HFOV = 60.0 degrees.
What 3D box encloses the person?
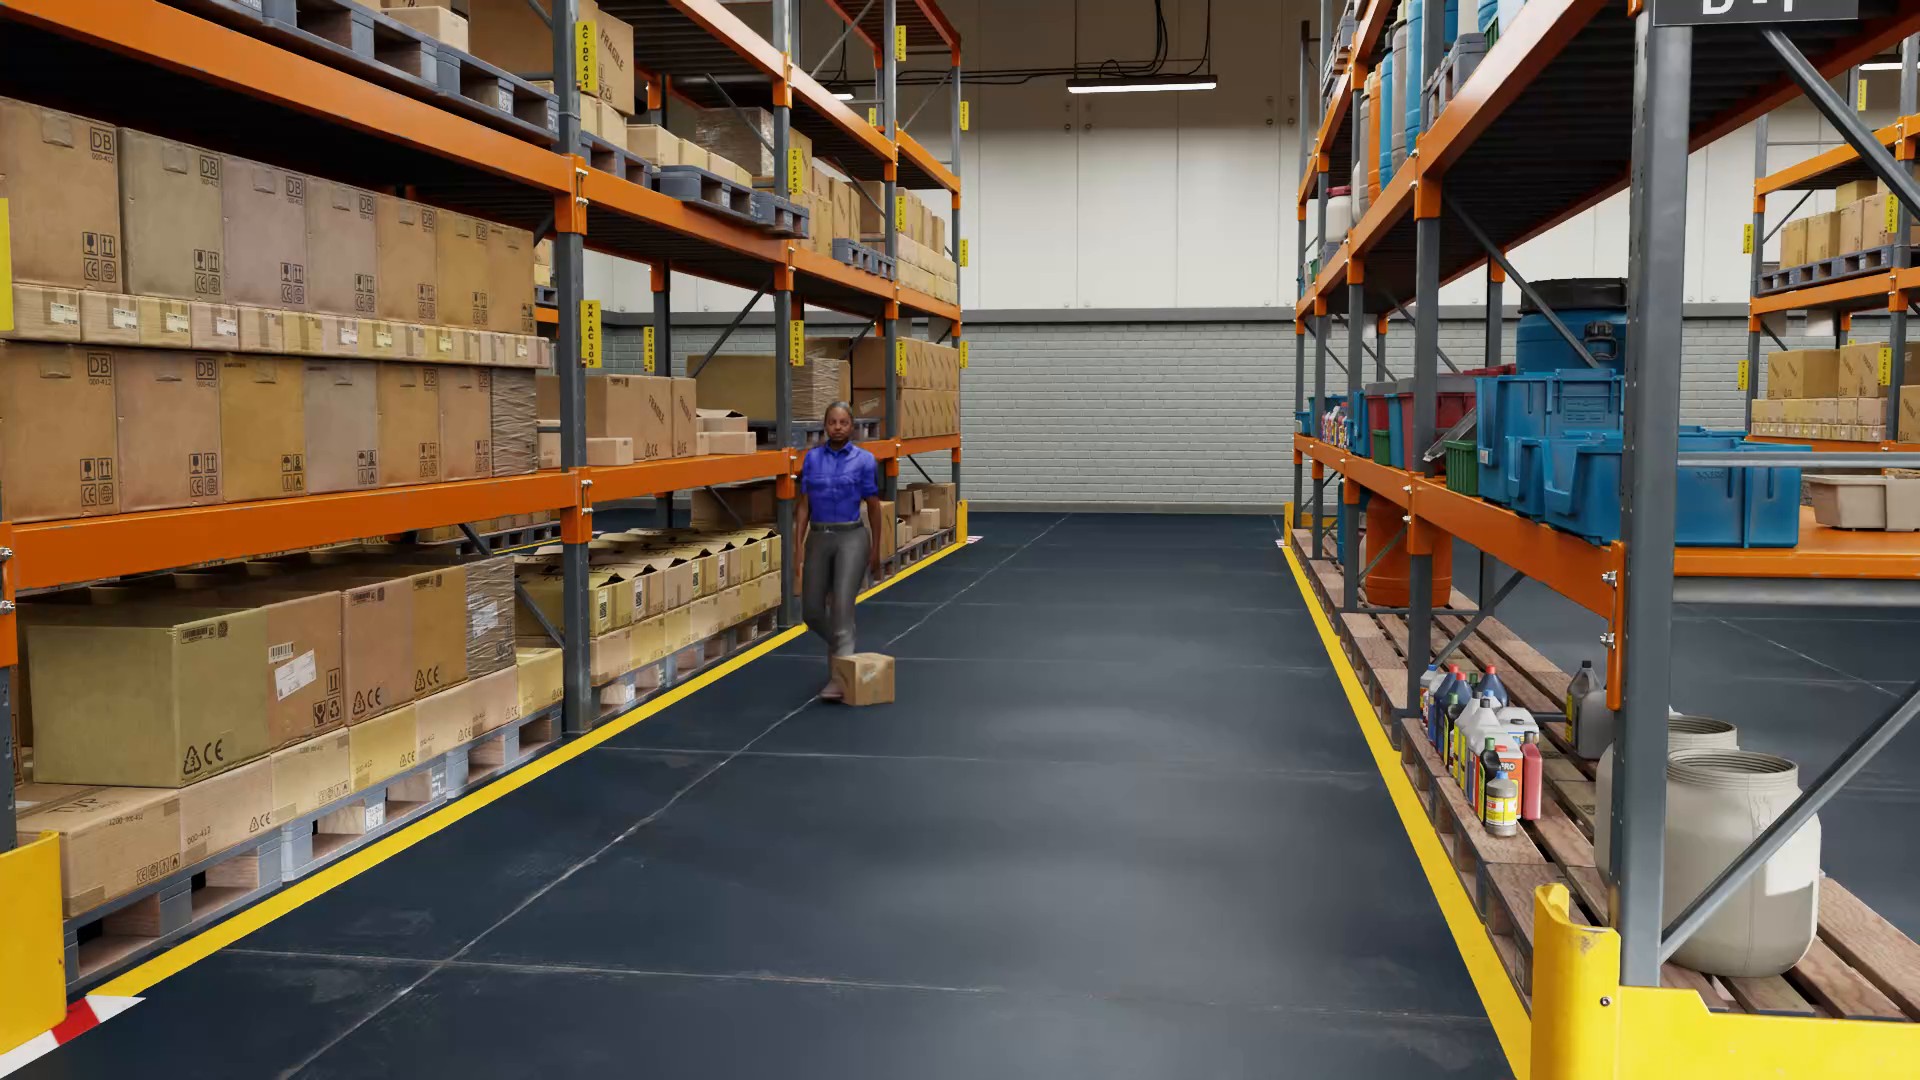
[{"bbox_3d":[-0.675,0.032,9.353,0.472,1.627,0.760,1,5,11],"label":"person"}]
